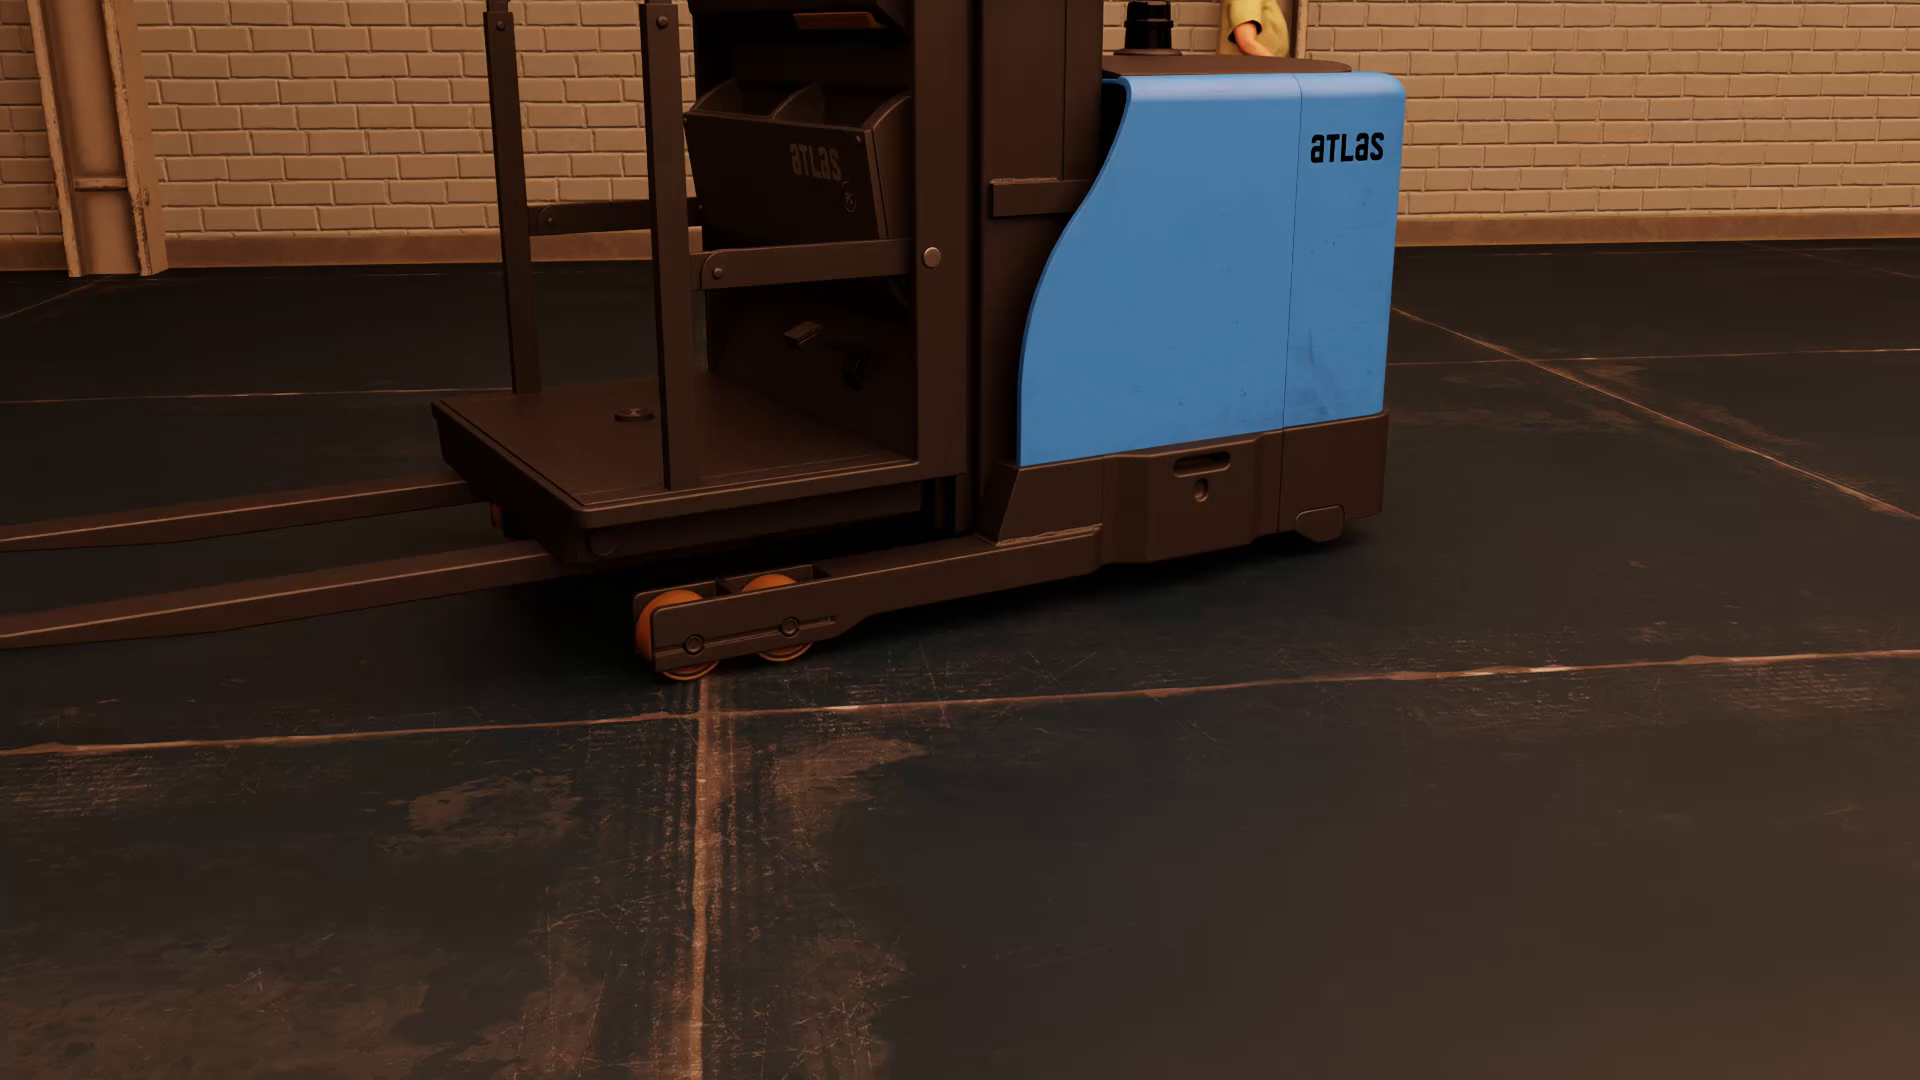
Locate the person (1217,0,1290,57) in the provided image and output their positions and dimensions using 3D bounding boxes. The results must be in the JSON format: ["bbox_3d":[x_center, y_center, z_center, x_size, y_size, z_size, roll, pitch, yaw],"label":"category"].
[{"bbox_3d":[1.230,-1.599,6.545,0.518,1.621,0.693,1,17,4],"label":"person"}]

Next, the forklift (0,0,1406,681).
[{"bbox_3d":[-0.526,-1.315,3.251,3.031,2.935,1.130,-10,19,-29],"label":"forklift"}]
